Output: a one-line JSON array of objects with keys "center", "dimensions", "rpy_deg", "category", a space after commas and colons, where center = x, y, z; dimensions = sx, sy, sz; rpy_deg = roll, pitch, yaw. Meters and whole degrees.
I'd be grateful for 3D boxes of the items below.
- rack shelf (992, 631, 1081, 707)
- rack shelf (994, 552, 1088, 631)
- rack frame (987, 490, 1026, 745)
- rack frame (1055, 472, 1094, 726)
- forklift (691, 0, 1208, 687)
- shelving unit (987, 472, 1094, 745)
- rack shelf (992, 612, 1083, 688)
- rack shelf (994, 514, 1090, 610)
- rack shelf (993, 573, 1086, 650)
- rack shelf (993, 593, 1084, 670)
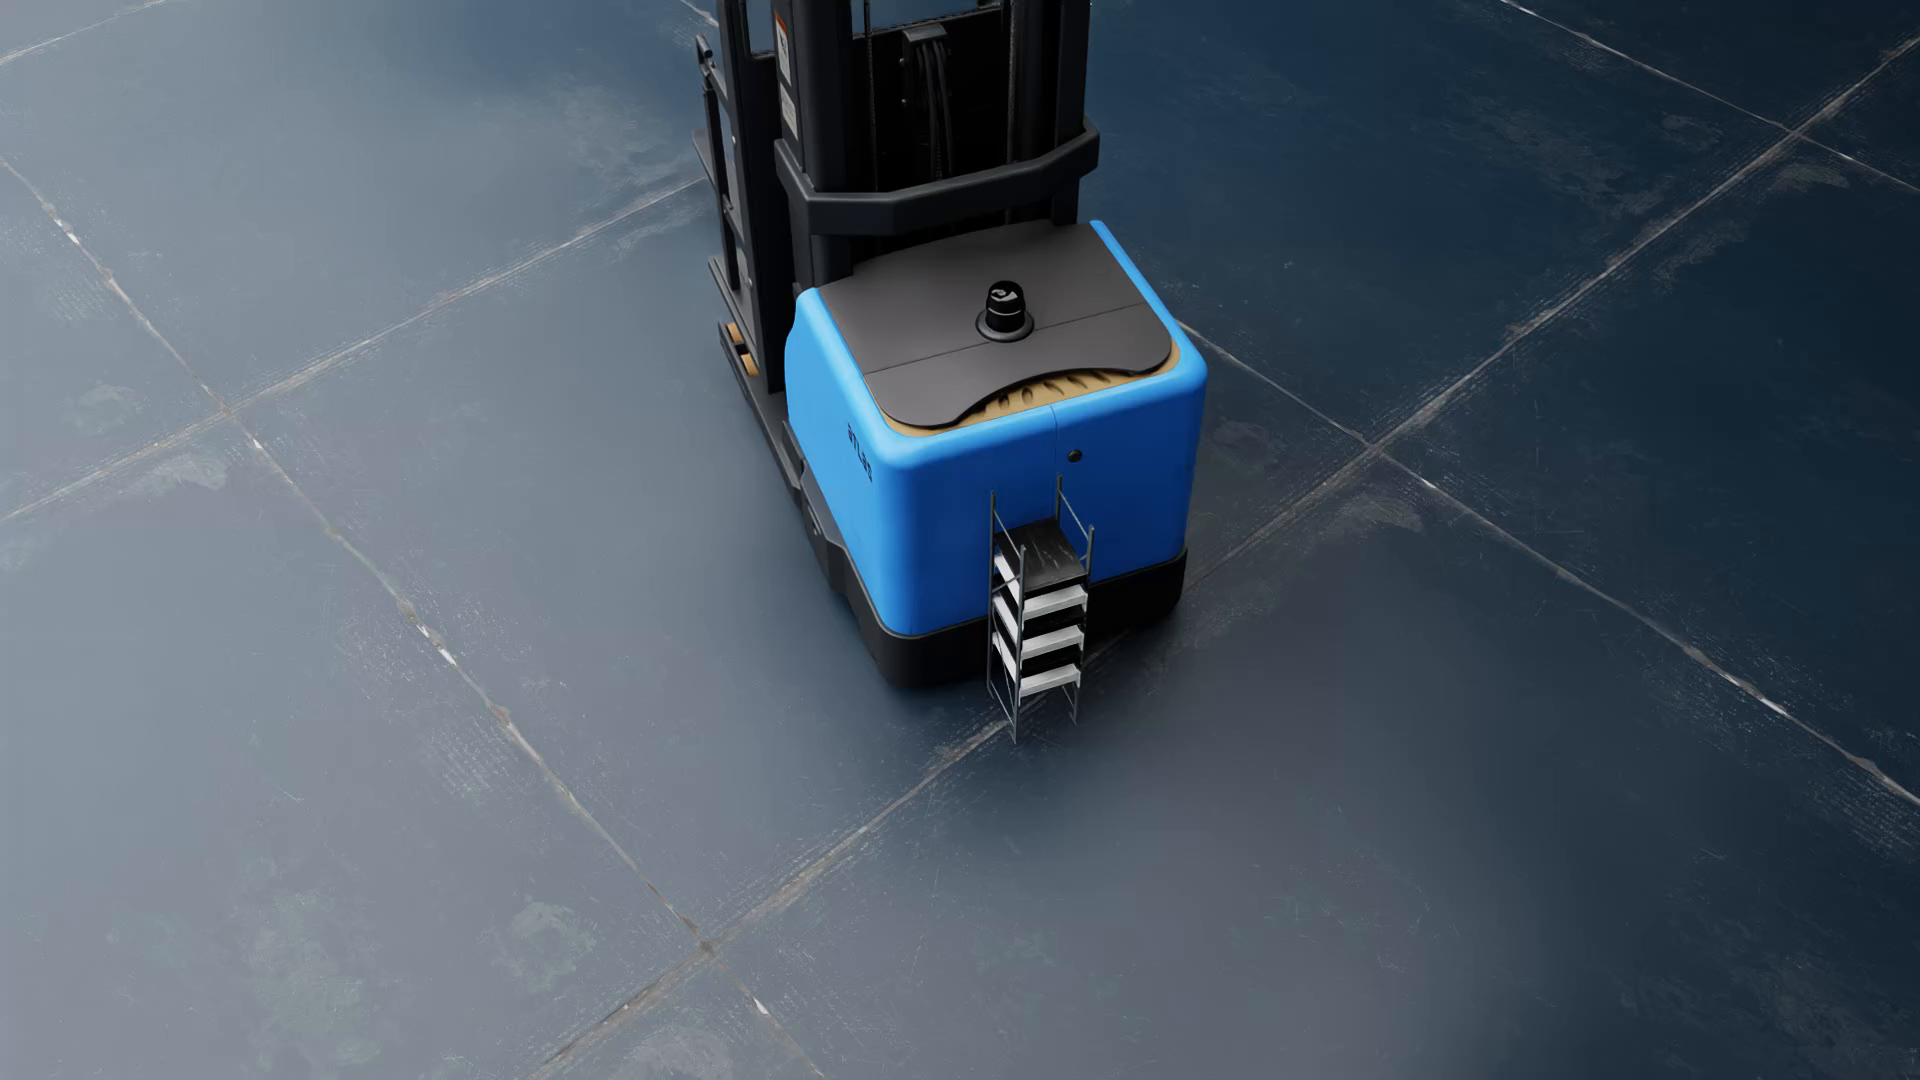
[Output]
[{"center": [0.227, 0.366, 5.090], "dimensions": [0.200, 0.077, 0.258], "rpy_deg": [-16, 49, -14], "category": "rack shelf"}, {"center": [0.227, 0.122, 4.825], "dimensions": [0.200, 0.077, 0.258], "rpy_deg": [-16, 49, -14], "category": "rack shelf"}, {"center": [0.132, 0.249, 4.908], "dimensions": [0.006, 0.900, 0.240], "rpy_deg": [-16, 49, -14], "category": "rack frame"}, {"center": [0.322, 0.194, 4.958], "dimensions": [0.006, 0.900, 0.240], "rpy_deg": [-16, 49, -14], "category": "rack frame"}, {"center": [-0.274, -1.636, 5.265], "dimensions": [1.130, 2.935, 3.031], "rpy_deg": [-16, 49, -14], "category": "forklift"}, {"center": [0.227, 0.221, 4.933], "dimensions": [0.210, 0.900, 0.258], "rpy_deg": [-16, 49, -14], "category": "shelving unit"}, {"center": [0.227, 0.305, 5.024], "dimensions": [0.200, 0.077, 0.258], "rpy_deg": [-16, 49, -14], "category": "rack shelf"}, {"center": [0.227, 0.061, 4.759], "dimensions": [0.200, 0.077, 0.258], "rpy_deg": [-16, 49, -14], "category": "rack shelf"}, {"center": [0.227, 0.183, 4.891], "dimensions": [0.200, 0.077, 0.258], "rpy_deg": [-16, 49, -14], "category": "rack shelf"}, {"center": [0.227, 0.244, 4.957], "dimensions": [0.200, 0.077, 0.258], "rpy_deg": [-16, 49, -14], "category": "rack shelf"}]
